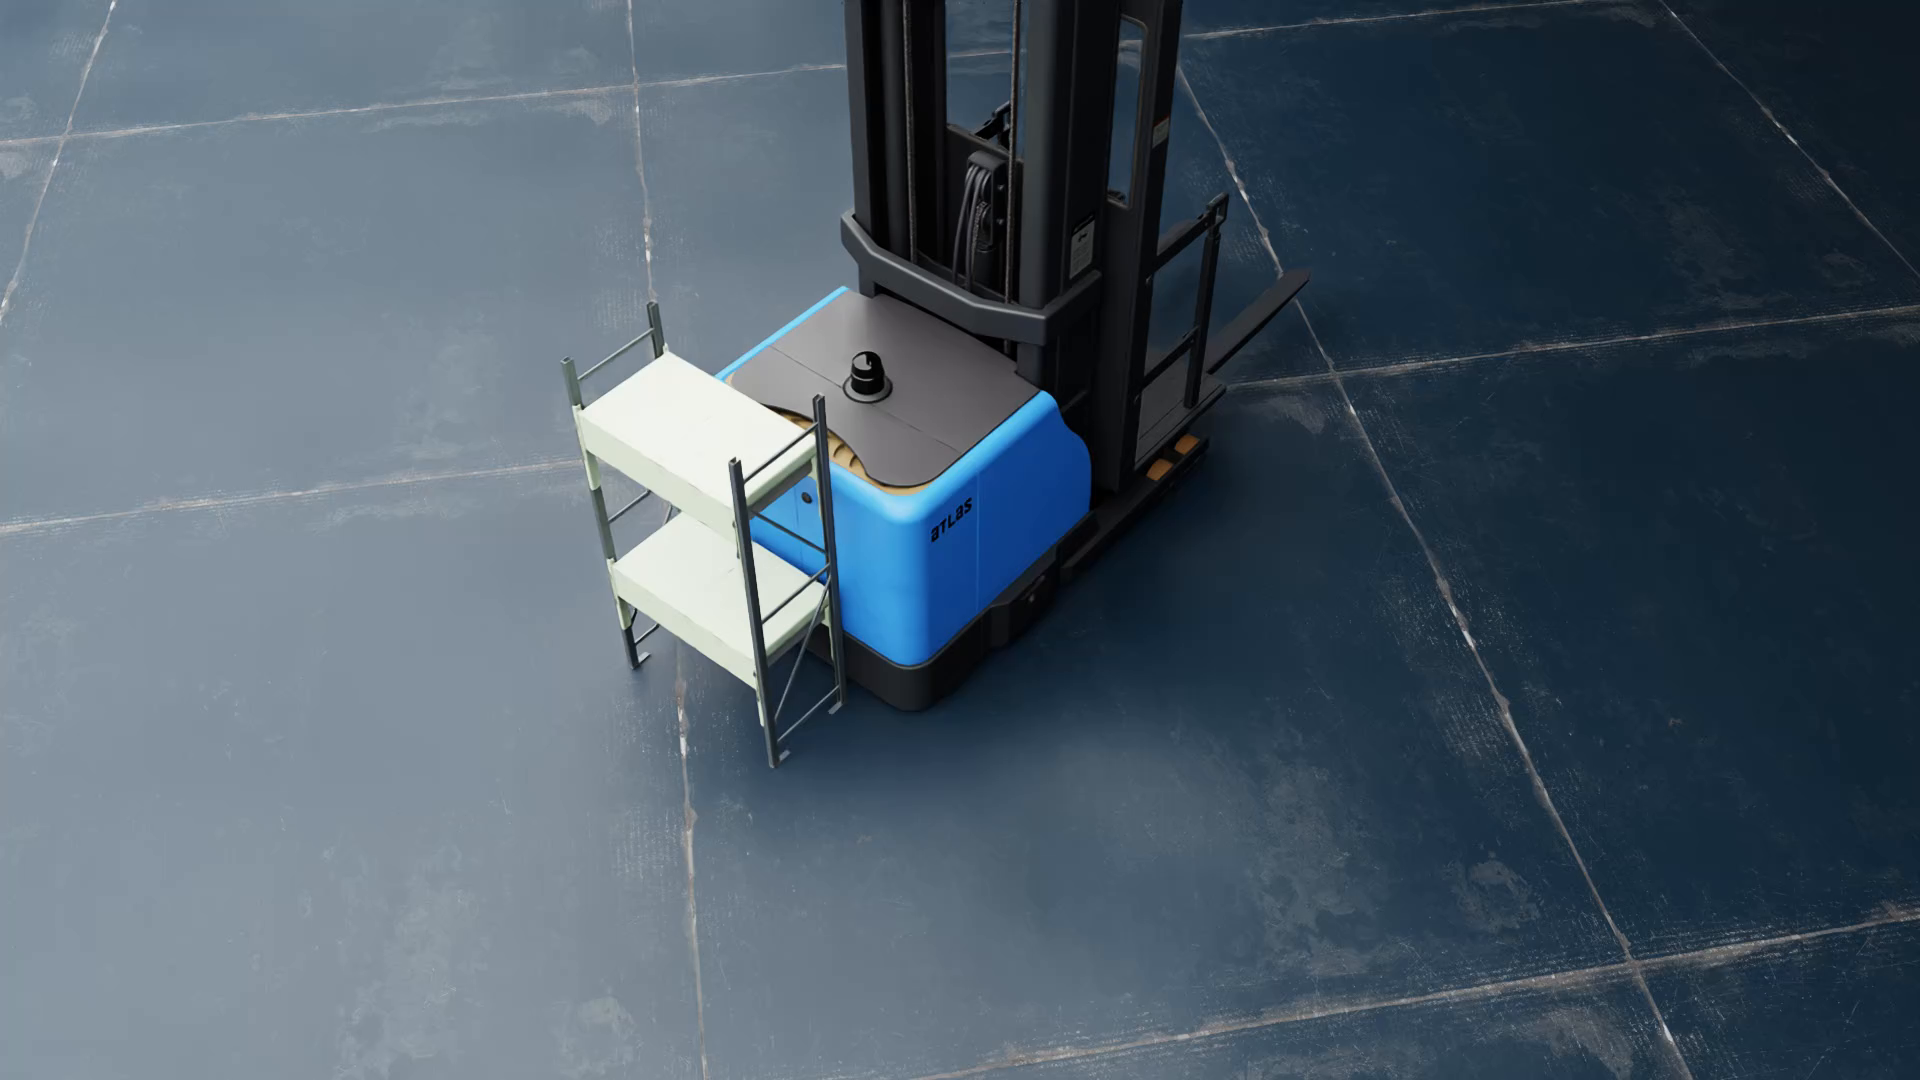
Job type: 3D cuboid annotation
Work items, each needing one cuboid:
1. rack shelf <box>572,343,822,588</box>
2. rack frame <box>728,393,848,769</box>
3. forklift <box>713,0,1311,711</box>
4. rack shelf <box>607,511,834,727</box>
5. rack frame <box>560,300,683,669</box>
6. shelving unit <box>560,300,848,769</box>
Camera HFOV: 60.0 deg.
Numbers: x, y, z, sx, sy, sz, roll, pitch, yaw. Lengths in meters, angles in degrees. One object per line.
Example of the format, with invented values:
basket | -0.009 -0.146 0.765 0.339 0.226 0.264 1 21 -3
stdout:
rack shelf | -0.834 -0.252 5.410 0.720 0.370 0.431 30 53 26
rack frame | -0.549 0.185 5.531 0.023 1.500 0.400 30 53 26
forklift | 0.391 -1.396 6.060 1.130 2.935 3.031 31 53 26
rack shelf | -0.834 0.245 5.925 0.720 0.370 0.431 30 53 26
rack frame | -1.118 -0.147 5.851 0.023 1.500 0.400 30 53 26
shelving unit | -0.834 0.019 5.691 0.755 1.500 0.431 30 53 26
